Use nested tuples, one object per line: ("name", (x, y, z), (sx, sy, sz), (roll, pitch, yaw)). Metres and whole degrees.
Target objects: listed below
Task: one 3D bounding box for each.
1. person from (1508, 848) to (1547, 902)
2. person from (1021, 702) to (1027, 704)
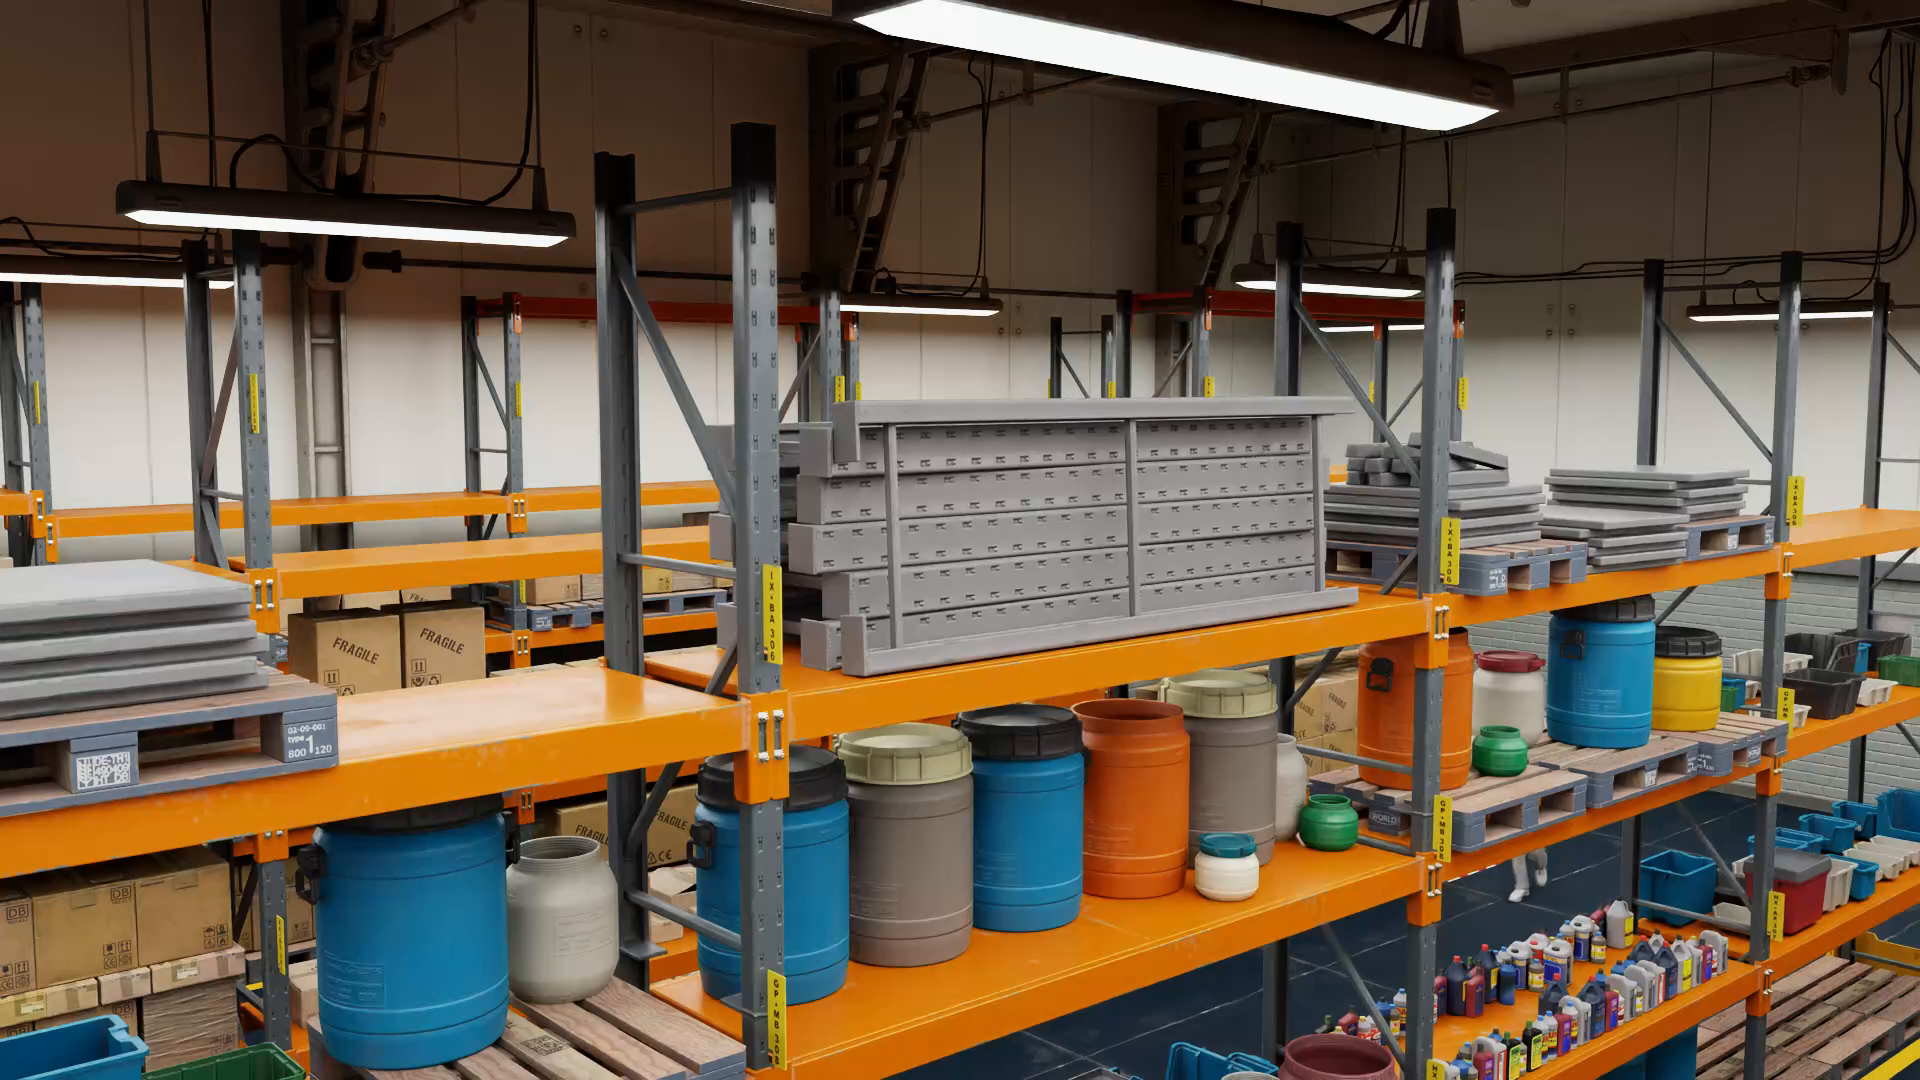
("person", (5.713, 2.720, 16.755), (0.736, 1.744, 0.732), (3, 6, 30))
("person", (0.673, 2.602, 18.502), (0.711, 1.702, 0.589), (-5, 7, -44))
